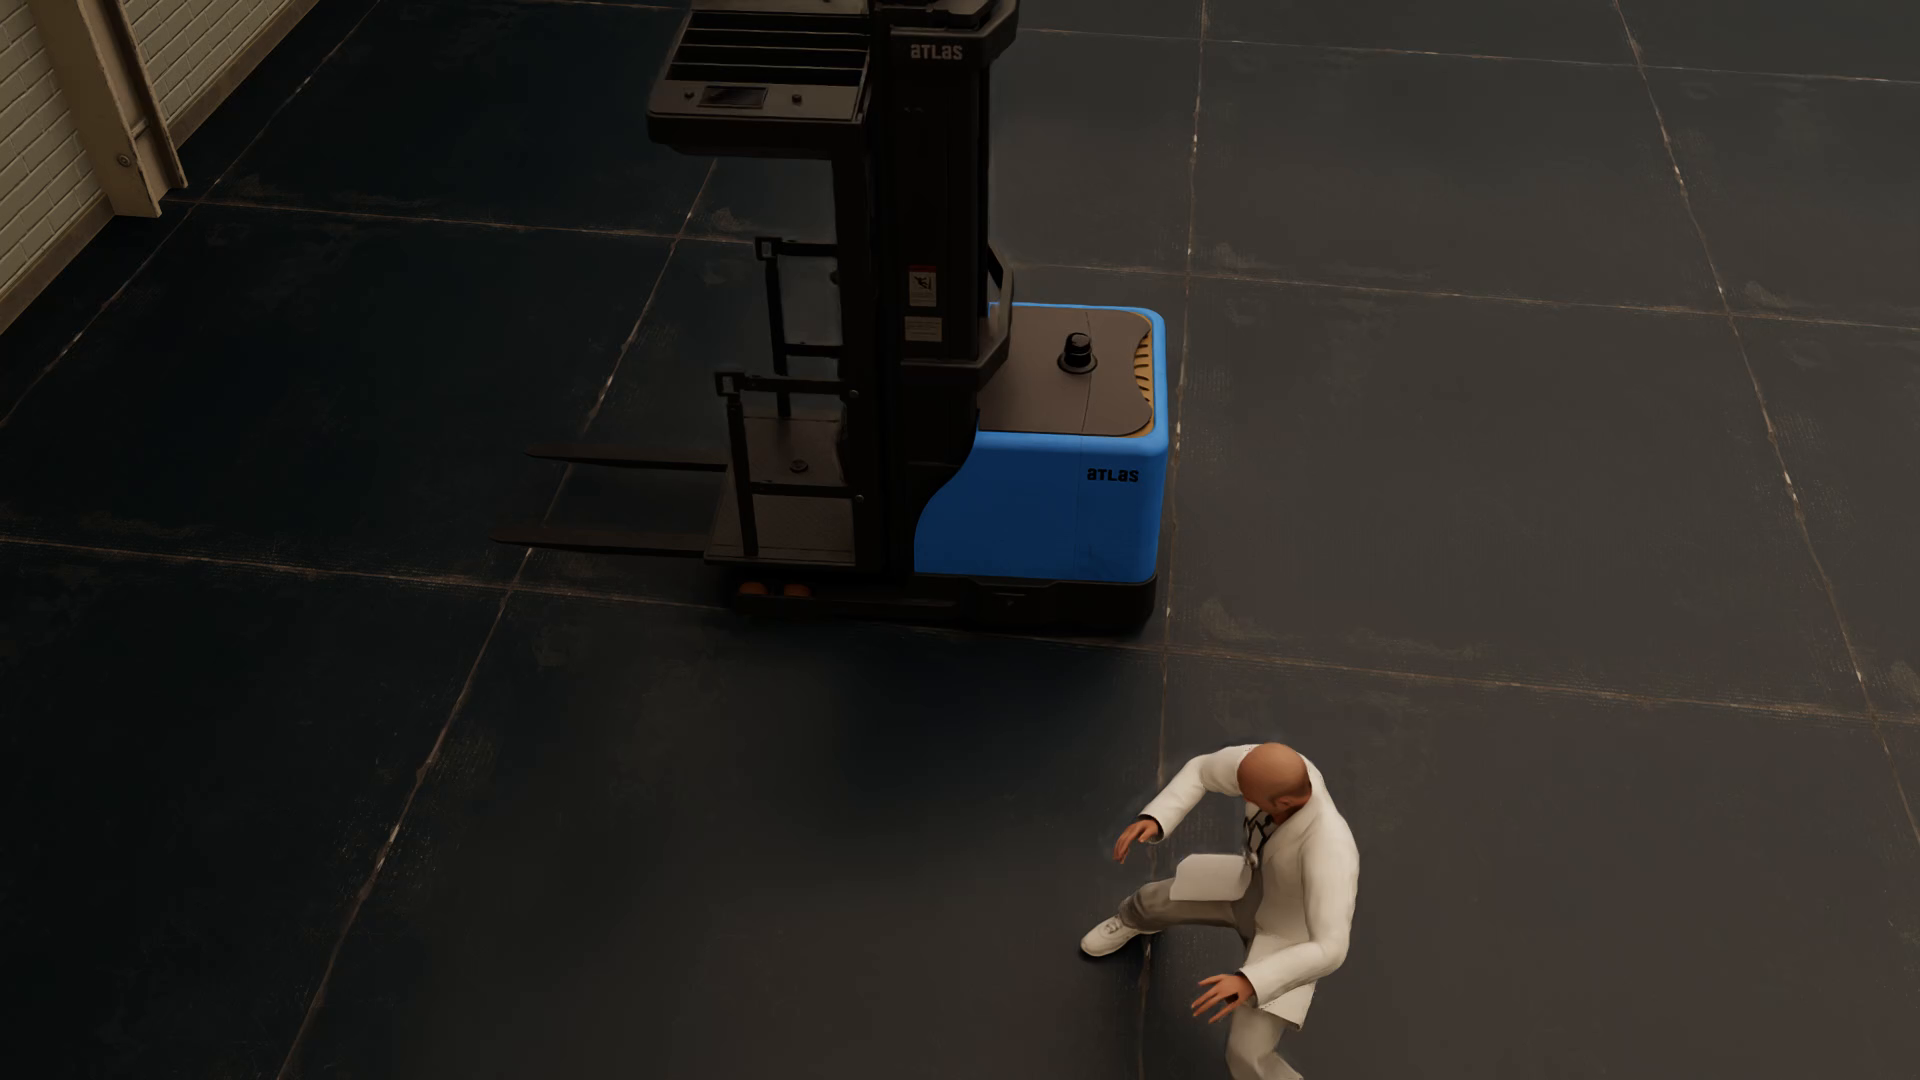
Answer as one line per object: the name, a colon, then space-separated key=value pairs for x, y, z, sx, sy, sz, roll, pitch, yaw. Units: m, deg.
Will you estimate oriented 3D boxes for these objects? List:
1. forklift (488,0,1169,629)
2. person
forklift: x=-0.616 y=-1.075 z=6.895 sx=3.031 sy=2.935 sz=1.130 roll=3 pitch=43 yaw=3
person: x=0.884 y=1.253 z=5.398 sx=0.730 sy=1.525 sz=1.217 roll=-9 pitch=43 yaw=-10
